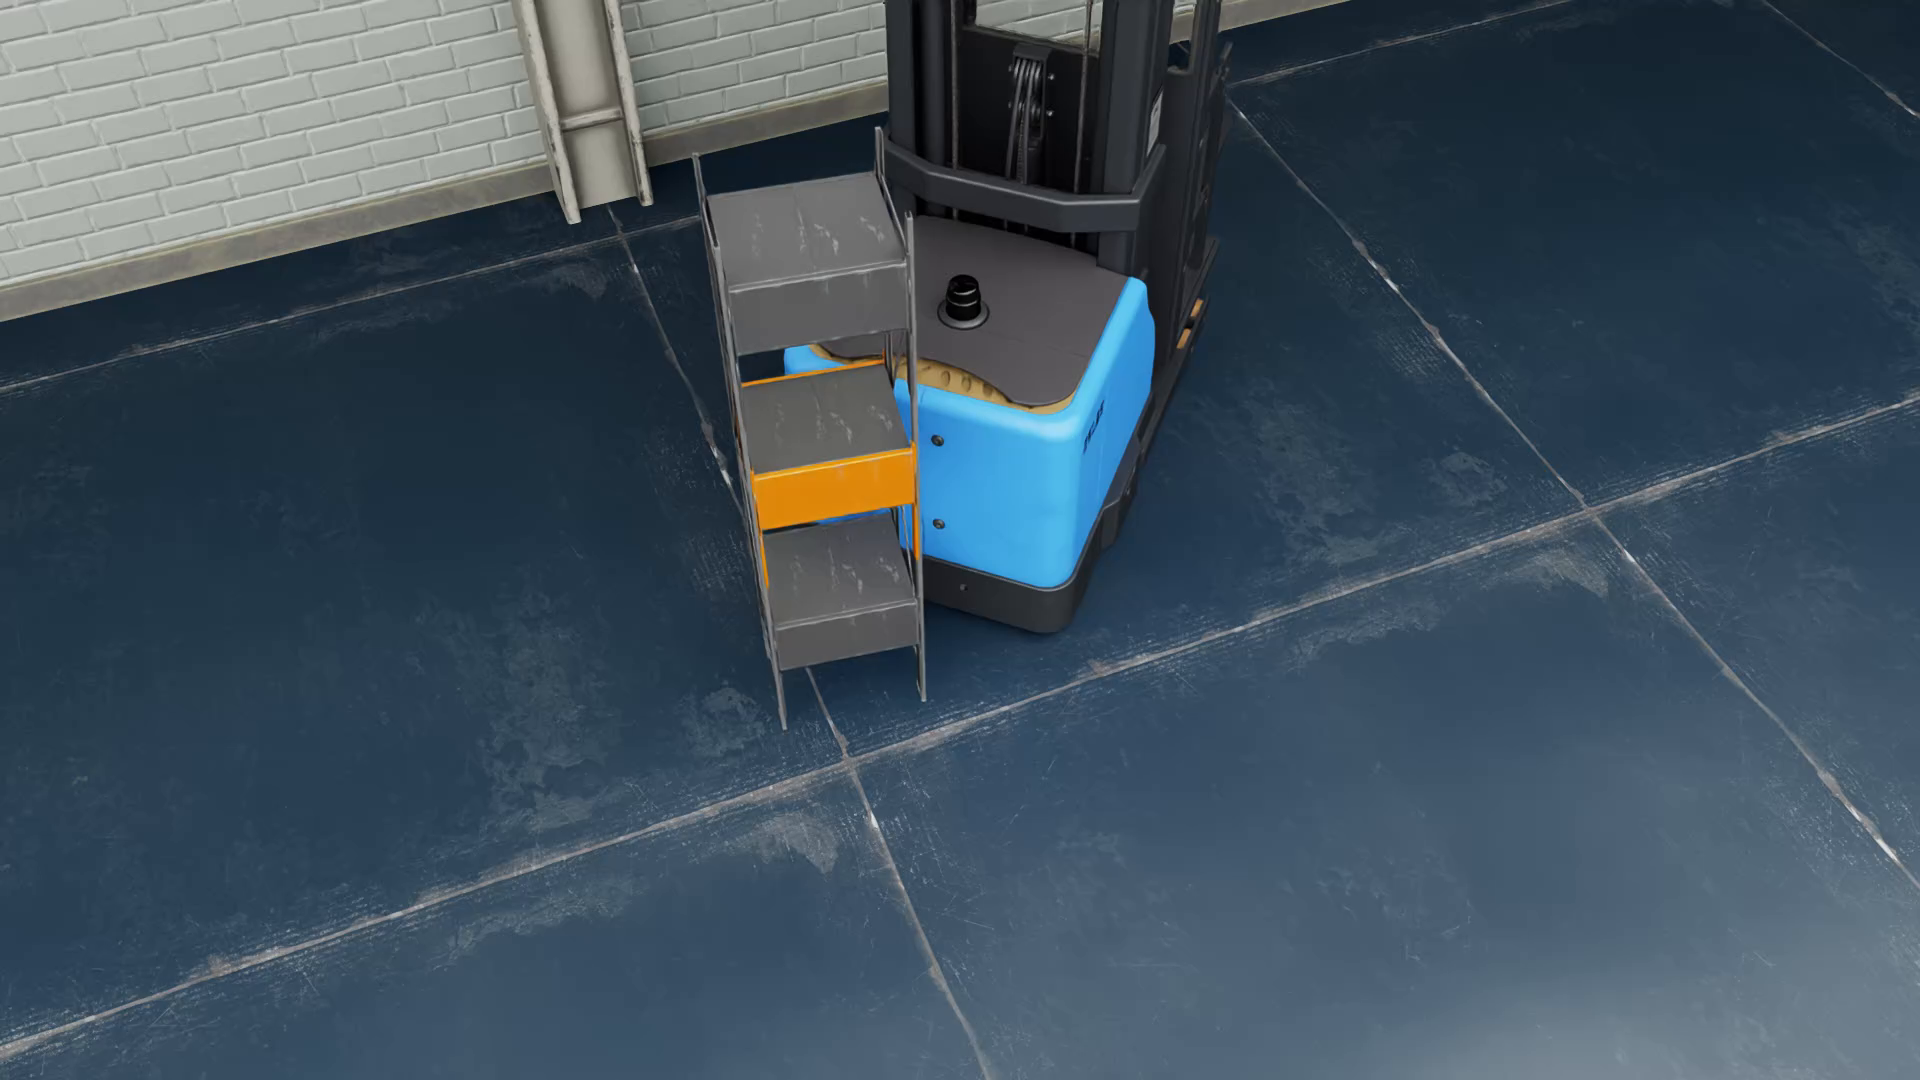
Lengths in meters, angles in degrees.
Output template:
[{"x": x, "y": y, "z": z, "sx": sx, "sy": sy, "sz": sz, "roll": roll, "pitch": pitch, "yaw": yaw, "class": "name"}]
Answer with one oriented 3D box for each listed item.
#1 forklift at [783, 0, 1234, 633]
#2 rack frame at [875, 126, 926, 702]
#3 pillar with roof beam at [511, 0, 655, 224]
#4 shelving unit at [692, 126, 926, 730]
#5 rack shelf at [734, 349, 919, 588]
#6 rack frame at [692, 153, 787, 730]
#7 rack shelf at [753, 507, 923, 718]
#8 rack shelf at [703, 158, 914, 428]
[{"x": 0.401, "y": -1.770, "z": 5.838, "sx": 1.130, "sy": 2.935, "sz": 3.031, "roll": 16, "pitch": 51, "yaw": 13, "class": "forklift"}, {"x": -0.172, "y": -0.269, "z": 5.097, "sx": 0.015, "sy": 2.100, "sz": 0.400, "roll": -11, "pitch": 50, "yaw": -9, "class": "rack frame"}, {"x": -0.003, "y": -1.489, "z": 1.597, "sx": 0.400, "sy": 9.000, "sz": 9.100, "roll": -17, "pitch": 52, "yaw": -14, "class": "pillar with roof beam"}, {"x": -0.409, "y": -0.225, "z": 5.059, "sx": 0.503, "sy": 2.100, "sz": 0.431, "roll": -11, "pitch": 50, "yaw": -9, "class": "shelving unit"}, {"x": -0.409, "y": -0.216, "z": 5.069, "sx": 0.480, "sy": 0.518, "sz": 0.431, "roll": -11, "pitch": 50, "yaw": -9, "class": "rack shelf"}, {"x": -0.646, "y": -0.181, "z": 5.021, "sx": 0.015, "sy": 2.100, "sz": 0.400, "roll": -11, "pitch": 50, "yaw": -9, "class": "rack frame"}, {"x": -0.409, "y": 0.240, "z": 5.600, "sx": 0.480, "sy": 0.518, "sz": 0.431, "roll": -11, "pitch": 50, "yaw": -9, "class": "rack shelf"}, {"x": -0.409, "y": -0.672, "z": 4.538, "sx": 0.480, "sy": 0.518, "sz": 0.431, "roll": -11, "pitch": 50, "yaw": -9, "class": "rack shelf"}]
